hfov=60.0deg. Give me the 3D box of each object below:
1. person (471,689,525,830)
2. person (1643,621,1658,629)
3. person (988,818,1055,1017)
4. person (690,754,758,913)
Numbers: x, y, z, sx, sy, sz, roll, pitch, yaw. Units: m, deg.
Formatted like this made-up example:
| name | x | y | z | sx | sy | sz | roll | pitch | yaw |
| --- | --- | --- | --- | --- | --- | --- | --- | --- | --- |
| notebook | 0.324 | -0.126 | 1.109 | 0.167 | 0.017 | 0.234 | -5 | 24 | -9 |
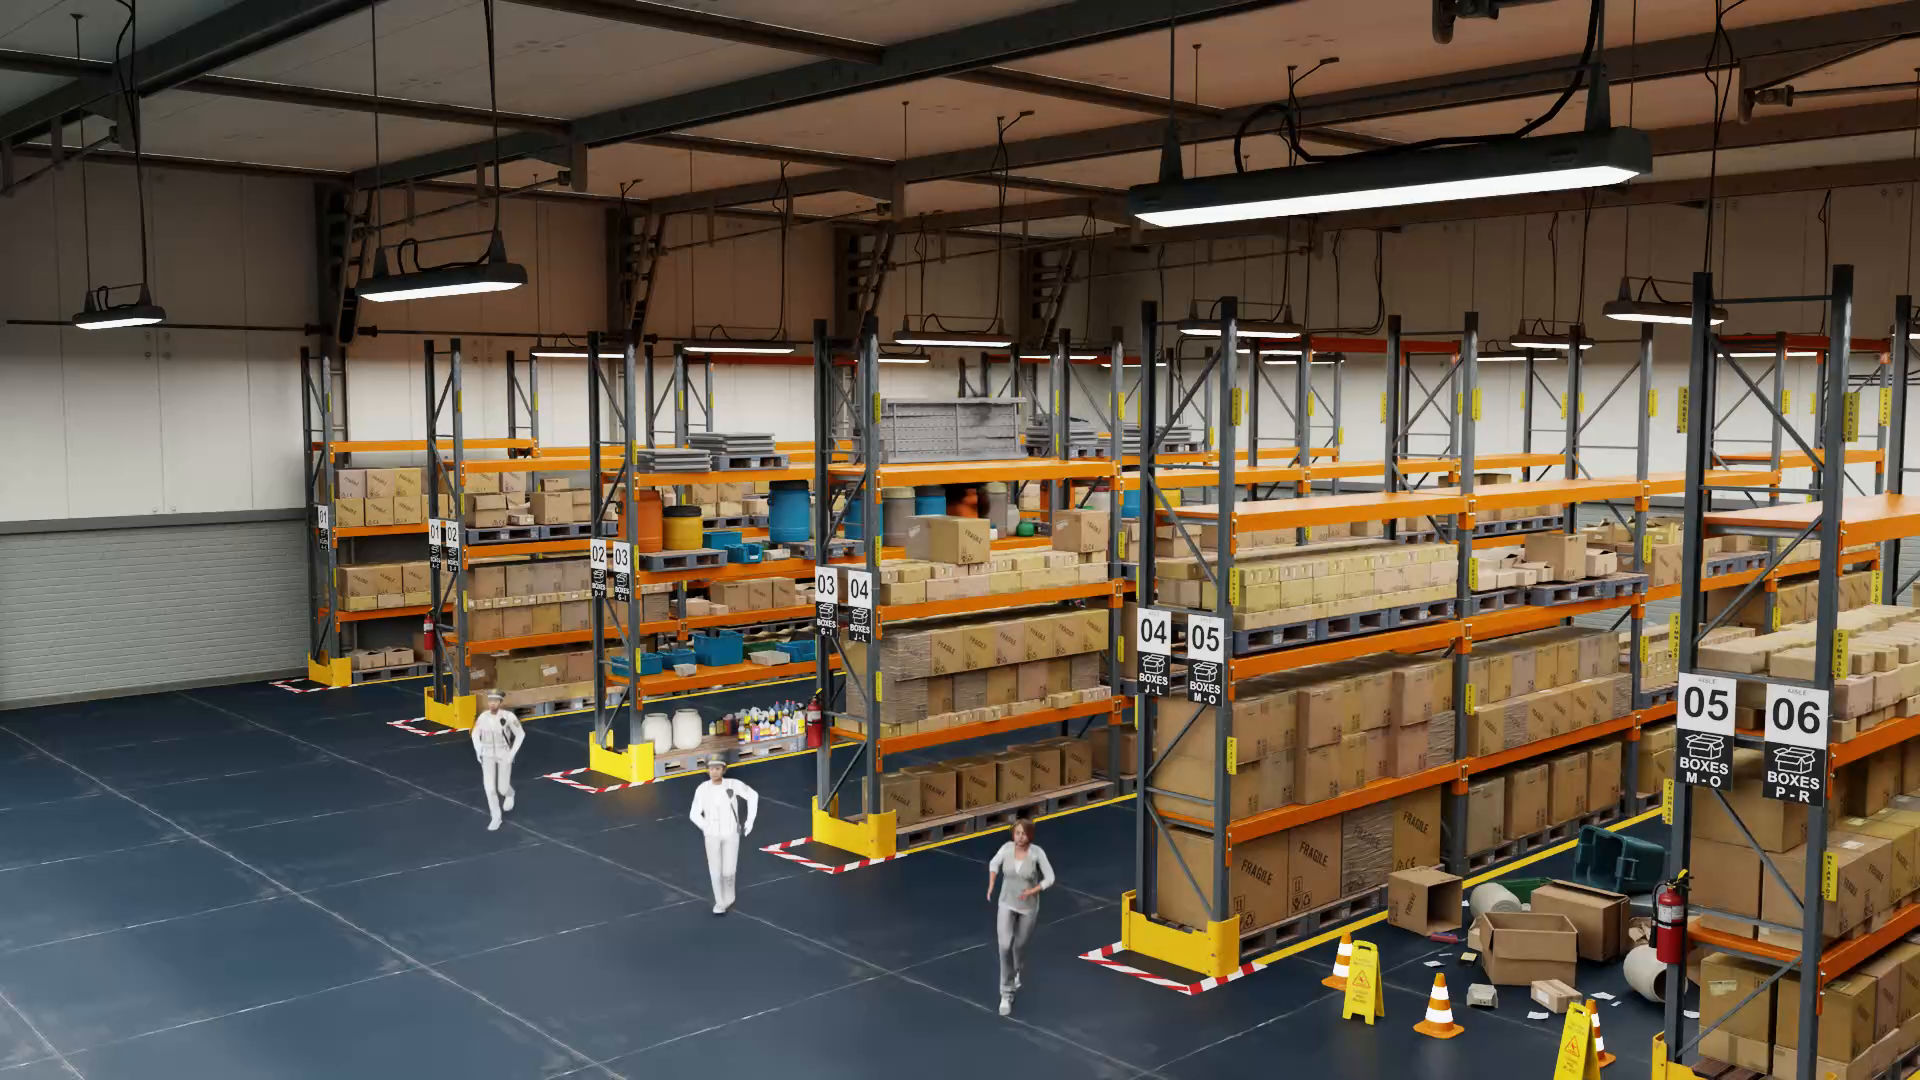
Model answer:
| name | x | y | z | sx | sy | sz | roll | pitch | yaw |
| --- | --- | --- | --- | --- | --- | --- | --- | --- | --- |
| person | -5.546 | 2.590 | 19.980 | 0.642 | 1.668 | 0.659 | 0 | 5 | -4 |
| person | 10.739 | 2.091 | 25.707 | 0.877 | 1.691 | 0.553 | -4 | 6 | -39 |
| person | 0.523 | 3.139 | 14.079 | 0.567 | 1.644 | 0.708 | 1 | 5 | 8 |
| person | -2.325 | 2.899 | 16.322 | 0.634 | 1.649 | 0.703 | 0 | 5 | 1 |
